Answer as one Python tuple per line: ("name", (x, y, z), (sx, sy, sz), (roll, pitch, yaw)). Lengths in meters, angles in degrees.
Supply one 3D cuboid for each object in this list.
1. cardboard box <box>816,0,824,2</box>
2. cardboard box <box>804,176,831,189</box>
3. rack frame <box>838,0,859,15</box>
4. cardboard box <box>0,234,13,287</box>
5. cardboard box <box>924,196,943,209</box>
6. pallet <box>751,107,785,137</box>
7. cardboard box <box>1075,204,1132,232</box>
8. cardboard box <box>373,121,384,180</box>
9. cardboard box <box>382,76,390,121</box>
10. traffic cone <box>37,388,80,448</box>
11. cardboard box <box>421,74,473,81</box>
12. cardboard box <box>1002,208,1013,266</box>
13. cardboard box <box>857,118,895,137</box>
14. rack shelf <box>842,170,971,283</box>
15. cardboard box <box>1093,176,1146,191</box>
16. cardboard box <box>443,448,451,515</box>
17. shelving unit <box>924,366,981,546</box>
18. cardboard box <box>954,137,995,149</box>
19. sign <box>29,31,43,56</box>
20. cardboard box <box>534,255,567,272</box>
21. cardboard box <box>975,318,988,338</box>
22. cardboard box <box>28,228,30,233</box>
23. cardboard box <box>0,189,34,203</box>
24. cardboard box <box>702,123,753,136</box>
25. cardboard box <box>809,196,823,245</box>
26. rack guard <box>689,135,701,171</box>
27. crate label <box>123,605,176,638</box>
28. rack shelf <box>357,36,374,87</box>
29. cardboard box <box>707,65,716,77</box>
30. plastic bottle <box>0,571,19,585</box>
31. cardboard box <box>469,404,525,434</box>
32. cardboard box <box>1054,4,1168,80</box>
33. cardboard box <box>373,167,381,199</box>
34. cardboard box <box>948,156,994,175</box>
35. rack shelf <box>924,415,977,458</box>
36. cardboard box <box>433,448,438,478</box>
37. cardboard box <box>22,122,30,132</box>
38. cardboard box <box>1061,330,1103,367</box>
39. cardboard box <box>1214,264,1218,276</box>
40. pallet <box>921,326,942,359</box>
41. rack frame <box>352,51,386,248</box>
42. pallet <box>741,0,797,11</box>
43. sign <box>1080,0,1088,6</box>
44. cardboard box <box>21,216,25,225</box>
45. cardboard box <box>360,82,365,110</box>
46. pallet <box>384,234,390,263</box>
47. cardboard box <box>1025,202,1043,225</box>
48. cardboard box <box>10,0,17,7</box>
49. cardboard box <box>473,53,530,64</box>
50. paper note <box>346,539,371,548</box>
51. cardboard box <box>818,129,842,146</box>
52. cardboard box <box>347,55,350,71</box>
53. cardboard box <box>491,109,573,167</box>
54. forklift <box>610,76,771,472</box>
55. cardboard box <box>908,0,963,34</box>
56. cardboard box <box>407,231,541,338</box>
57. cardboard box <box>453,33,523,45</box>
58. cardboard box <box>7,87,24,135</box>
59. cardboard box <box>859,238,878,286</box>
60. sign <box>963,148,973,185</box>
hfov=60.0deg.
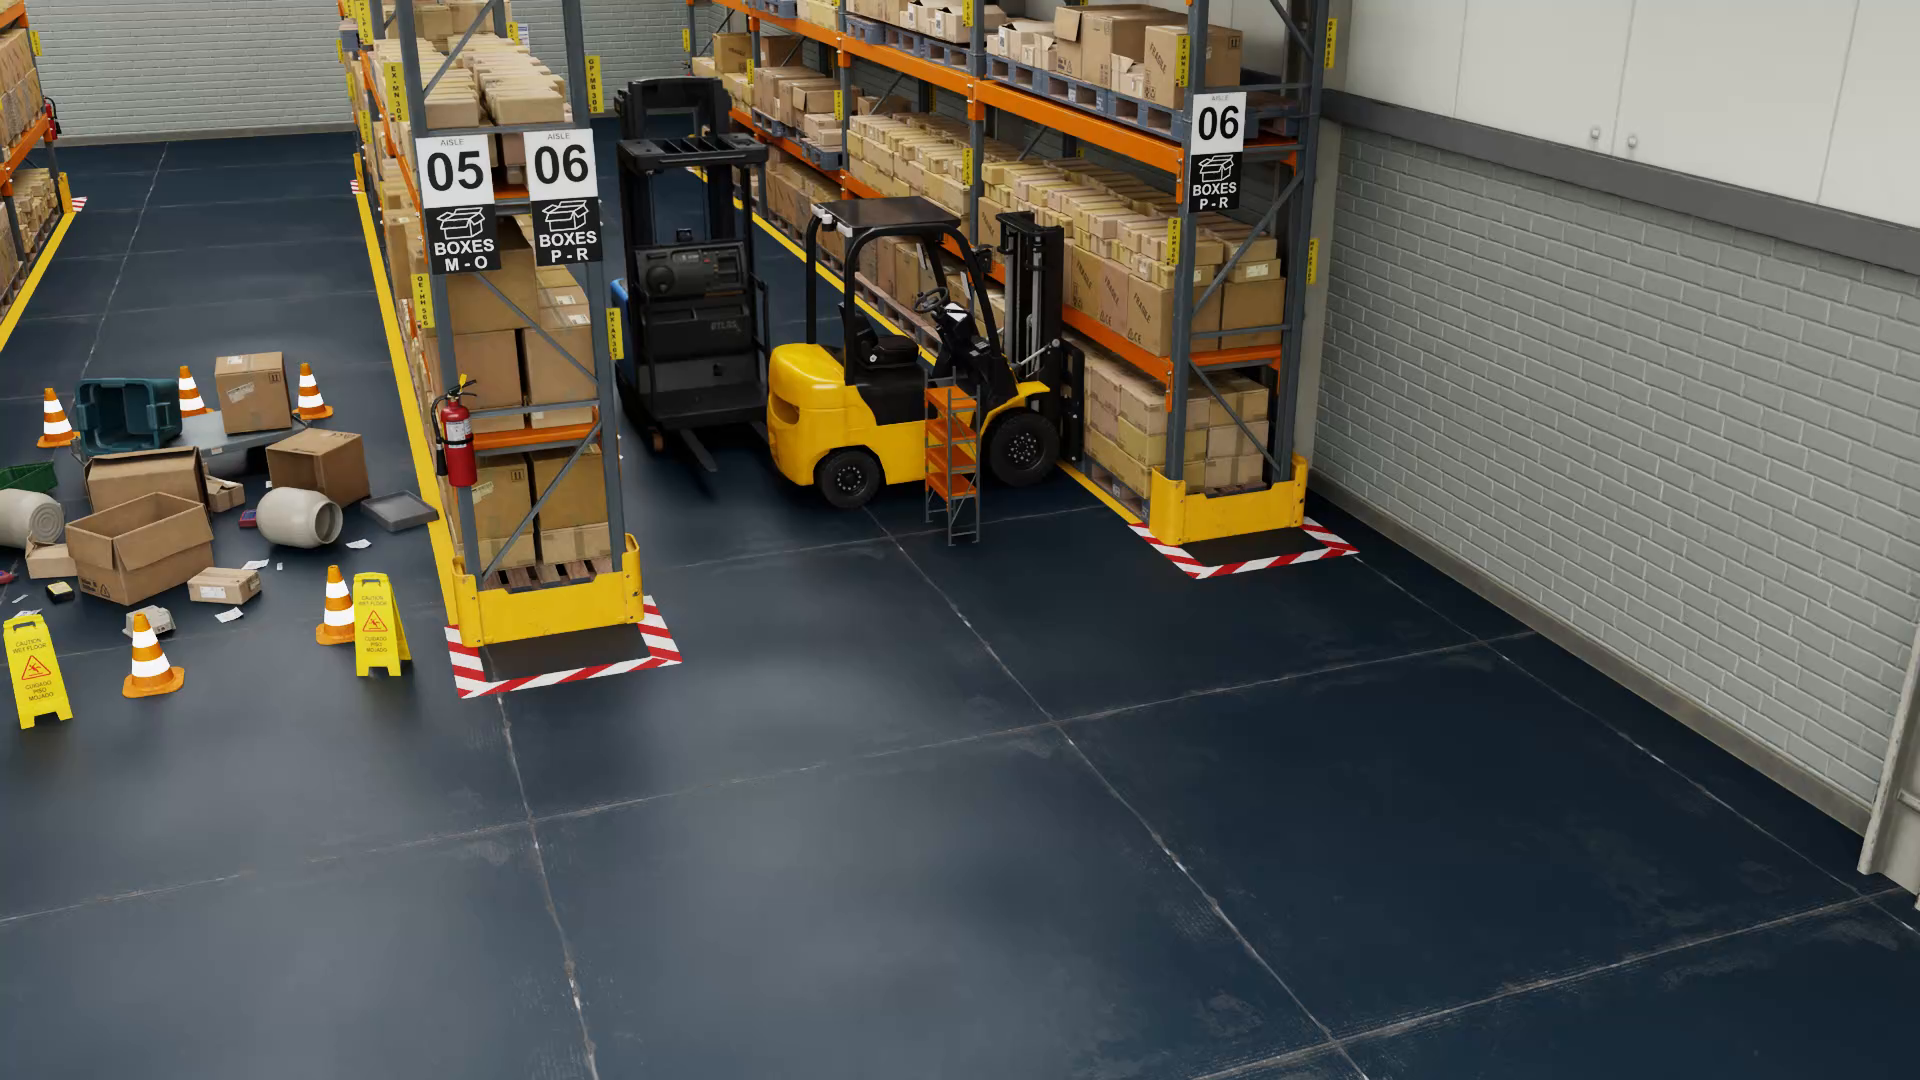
("cardboard box", (-1.458, -6.265, 19.071), (0.380, 0.149, 0.250), (-8, 24, -19))
("cardboard box", (-1.729, -4.460, 20.812), (0.380, 0.149, 0.250), (-8, 24, -19))
("rack frame", (-0.837, -7.157, 17.644), (1.000, 3.000, 0.127), (-8, 24, -19))
("cardboard box", (-10.809, -3.069, 18.346), (0.500, 0.500, 0.500), (-9, 24, -20))
("cardboard box", (-0.029, -3.199, 16.171), (0.500, 0.250, 0.500), (-8, 24, -19))
("pallet", (-2.070, -5.452, 21.571), (1.003, 0.211, 1.213), (-8, 24, -19))
("cardboard box", (1.121, -2.519, 13.018), (0.380, 0.149, 0.250), (-8, 24, -18))
("cardboard box", (-5.537, -3.892, 16.569), (0.500, 0.500, 0.500), (-9, 24, -20))
("cardboard box", (-3.811, -3.140, 11.785), (0.500, 0.250, 0.500), (-8, 24, -19))
("traffic cone", (-7.722, -1.066, 14.184), (0.336, 0.463, 0.334), (-8, 24, -19))
("cardboard box", (-3.332, -2.898, 10.698), (0.380, 0.149, 0.250), (-8, 24, -19))
("cardboard box", (0.688, -2.601, 14.431), (0.500, 0.500, 0.500), (-8, 24, -18))
("cardboard box", (-0.904, -4.485, 18.064), (0.380, 0.149, 0.250), (-8, 24, -18))
("rack shelf", (-0.130, -3.334, 17.225), (1.077, 0.370, 4.000), (-8, 24, -19))
("cardboard box", (1.348, -2.976, 14.102), (0.380, 0.149, 0.250), (-9, 24, -20))
("cardboard box", (-3.367, -0.520, 11.655), (0.500, 0.500, 0.500), (-7, 24, -17))
("shelving unit", (-0.059, -0.613, 12.160), (0.258, 1.200, 0.503), (-8, 24, -19))
("cardboard box", (0.158, -4.002, 16.918), (0.380, 0.149, 0.250), (-8, 24, -19))
("sign", (-12.374, -6.649, 22.266), (0.100, 0.325, 0.005), (-8, 24, -19))
("cardboard box", (-3.115, -1.753, 12.035), (0.500, 0.500, 0.500), (-9, 24, -20))
("cardboard box", (0.459, -1.878, 15.199), (0.500, 0.250, 0.500), (-8, 24, -19))
("cardboard box", (-11.546, -3.684, 20.258), (0.380, 0.149, 0.250), (-8, 24, -19))
("cardboard box", (-11.943, -4.327, 21.017), (0.380, 0.149, 0.250), (-8, 24, -19))
("cardboard box", (-3.535, -6.107, 25.551), (0.797, 0.503, 0.637), (-9, 25, -21))
("cardboard box", (-1.542, -3.931, 20.393), (0.500, 0.500, 0.500), (-7, 24, -17))
("rack guard", (-3.636, -6.120, 26.126), (1.175, 0.500, 0.348), (-8, 24, -19))
("crate label", (-5.266, 0.535, 10.804), (0.298, 0.136, 0.250), (18, 29, 36))
("rack shelf", (-6.186, -5.488, 18.472), (1.077, 0.370, 4.000), (-8, 24, -19))
("cardboard box", (-3.394, -6.799, 24.328), (0.500, 0.250, 0.500), (-9, 24, -20))
("plastic bottle", (-6.694, 0.272, 11.526), (0.283, 0.061, 0.133), (-18, 29, -37))
("cardboard box", (-2.985, -0.794, 10.596), (0.380, 0.149, 0.250), (-8, 24, -17))
("cardboard box", (1.166, -3.886, 12.944), (0.797, 0.503, 0.637), (-8, 24, -17))
("cardboard box", (-5.901, -3.789, 17.571), (0.500, 0.250, 0.500), (-9, 25, -21))
("cardboard box", (0.103, -3.565, 15.883), (0.380, 0.149, 0.250), (-8, 24, -19))
("rack shelf", (-0.059, -0.757, 12.099), (0.258, 0.148, 0.480), (-8, 24, -19))
("cardboard box", (-3.721, -0.547, 12.685), (0.500, 0.250, 0.500), (-9, 24, -20))
("cardboard box", (-12.188, -5.332, 21.361), (0.380, 0.149, 0.250), (-9, 25, -21))
("cardboard box", (0.990, -1.549, 13.776), (0.500, 0.250, 0.500), (-9, 24, -20))
("cardboard box", (1.966, -2.071, 12.337), (0.380, 0.149, 0.250), (-8, 24, -19))
("pallet", (0.280, -1.917, 16.525), (1.003, 0.211, 1.213), (-8, 24, -19))
("rack frame", (-6.892, -5.164, 20.639), (1.000, 3.000, 0.127), (-8, 24, -19))
("pallet", (-2.085, -6.895, 21.127), (1.213, 0.211, 1.003), (-8, 24, -19))
("sign", (1.095, -4.673, 14.845), (0.100, 0.325, 0.005), (-8, 24, -19))
("cardboard box", (-11.702, -3.902, 20.392), (0.380, 0.149, 0.250), (-10, 25, -22))
("cardboard box", (-6.265, -4.736, 18.208), (0.500, 0.500, 0.500), (-8, 24, -19))
("pallet", (-6.549, -3.609, 20.540), (1.003, 0.211, 1.213), (-8, 24, -19))
("cardboard box", (0.763, -2.752, 13.954), (0.380, 0.149, 0.250), (-9, 24, -20))
("cardboard box", (-12.305, -6.901, 21.092), (0.500, 0.250, 0.500), (-8, 24, -19))
("cardboard box", (-3.228, -3.343, 11.755), (0.380, 0.149, 0.250), (-8, 24, -18))
("paper note", (-4.389, 0.026, 12.148), (0.142, 0.019, 0.148), (-18, 29, -37))
("cardboard box", (-1.428, -4.656, 19.218), (0.380, 0.149, 0.250), (-8, 24, -18))
("cardboard box", (-7.847, -6.356, 22.053), (0.500, 0.500, 0.500), (-8, 24, -19))
("cardboard box", (-2.581, -2.473, 10.203), (0.500, 0.250, 0.500), (-9, 24, -20))
("forklift", (-2.188, -2.274, 13.871), (1.130, 2.935, 3.031), (-9, 24, -20))
("cardboard box", (-0.178, -5.028, 15.901), (0.500, 0.311, 0.500), (-9, 25, -21))
("cardboard box", (-3.038, -1.603, 10.392), (0.700, 0.500, 0.500), (-9, 24, -20))
("cardboard box", (-3.897, -4.031, 13.742), (0.500, 0.250, 0.500), (-9, 24, -20))
("cardboard box", (-11.752, -5.212, 20.242), (0.500, 0.500, 0.500), (-9, 24, -20))
("cardboard box", (-0.629, -3.263, 18.647), (0.875, 0.625, 0.625), (-8, 24, -17))
("sign", (0.072, -3.358, 14.967), (0.100, 0.325, 0.005), (-8, 24, -19))
